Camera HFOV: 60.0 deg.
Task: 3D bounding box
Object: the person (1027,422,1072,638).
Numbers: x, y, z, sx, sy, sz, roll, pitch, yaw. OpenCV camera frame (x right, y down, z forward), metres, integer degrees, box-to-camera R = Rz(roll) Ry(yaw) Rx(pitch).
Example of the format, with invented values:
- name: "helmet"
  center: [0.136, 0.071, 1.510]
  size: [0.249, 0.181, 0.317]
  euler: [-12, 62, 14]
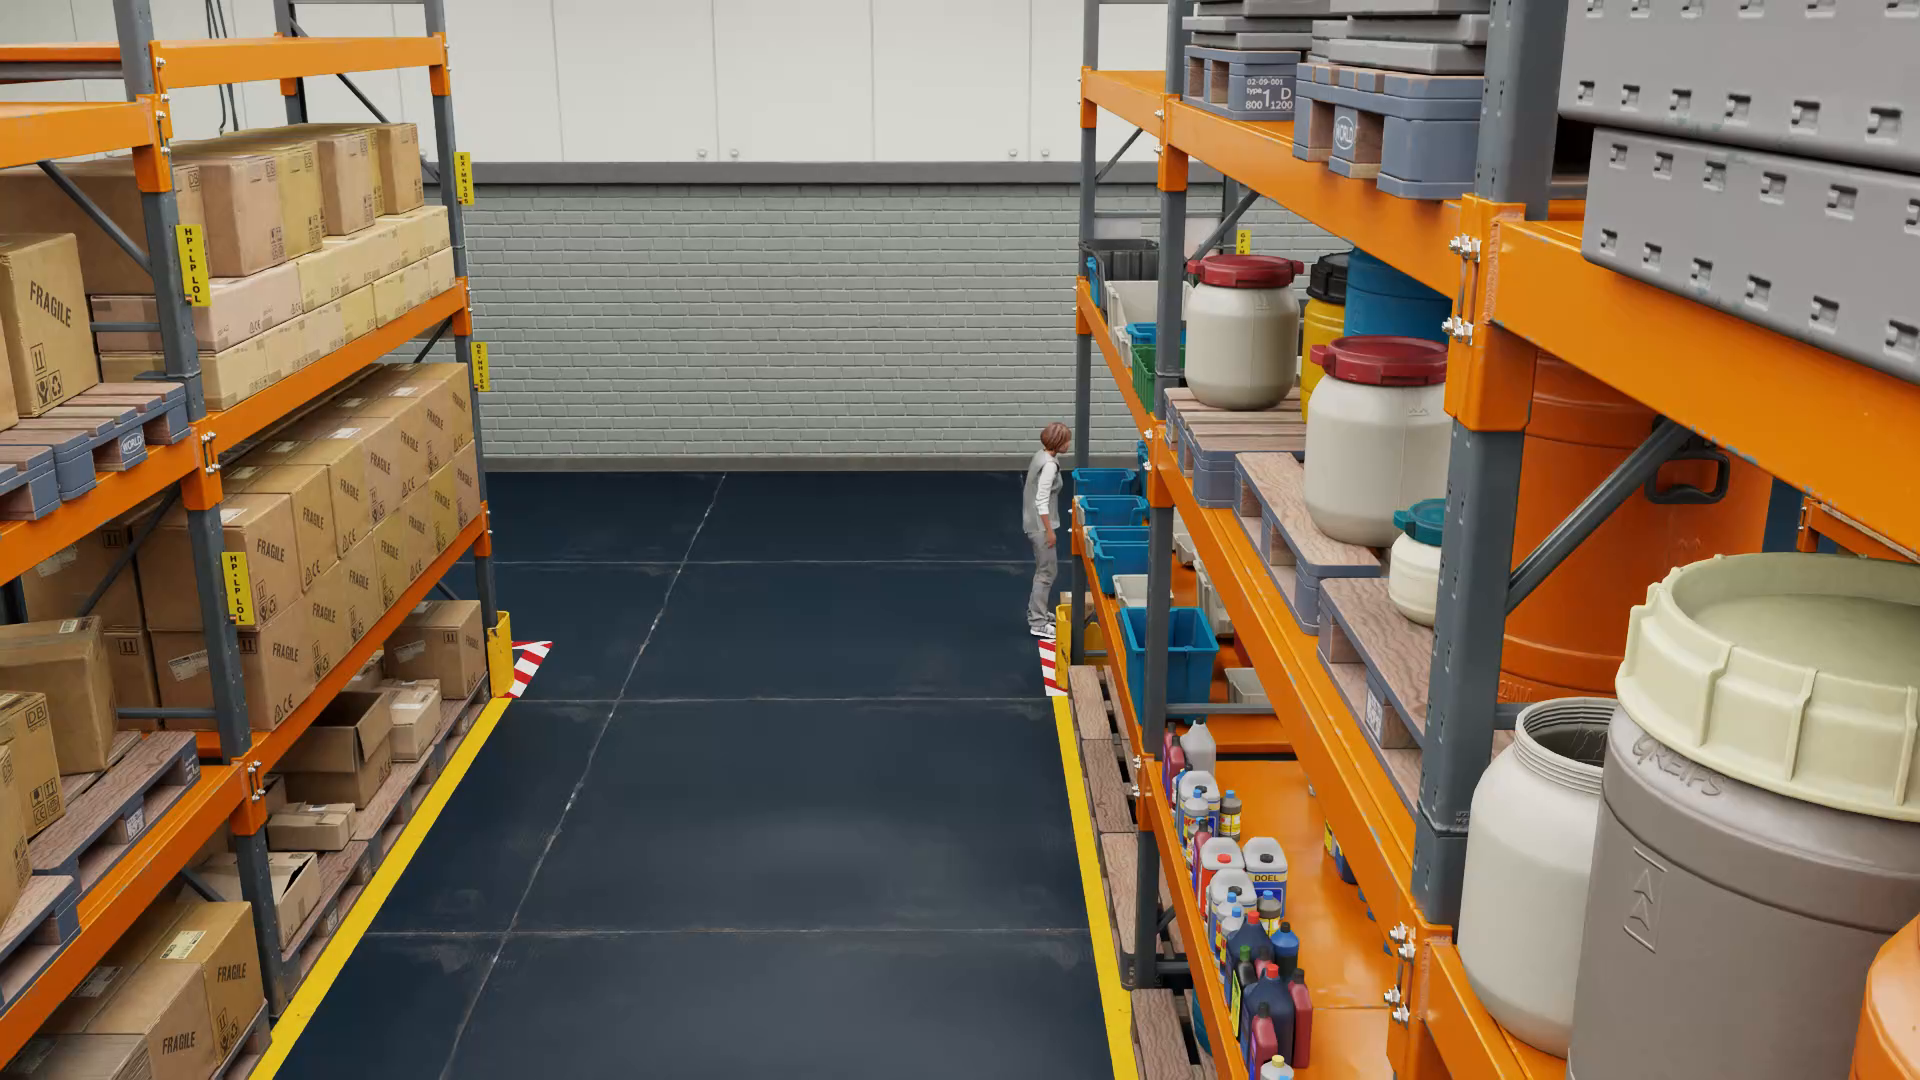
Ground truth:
- name: "person"
  center: [0.654, -0.090, 12.355]
  size: [0.322, 1.591, 0.462]
  euler: [1, 17, 2]
